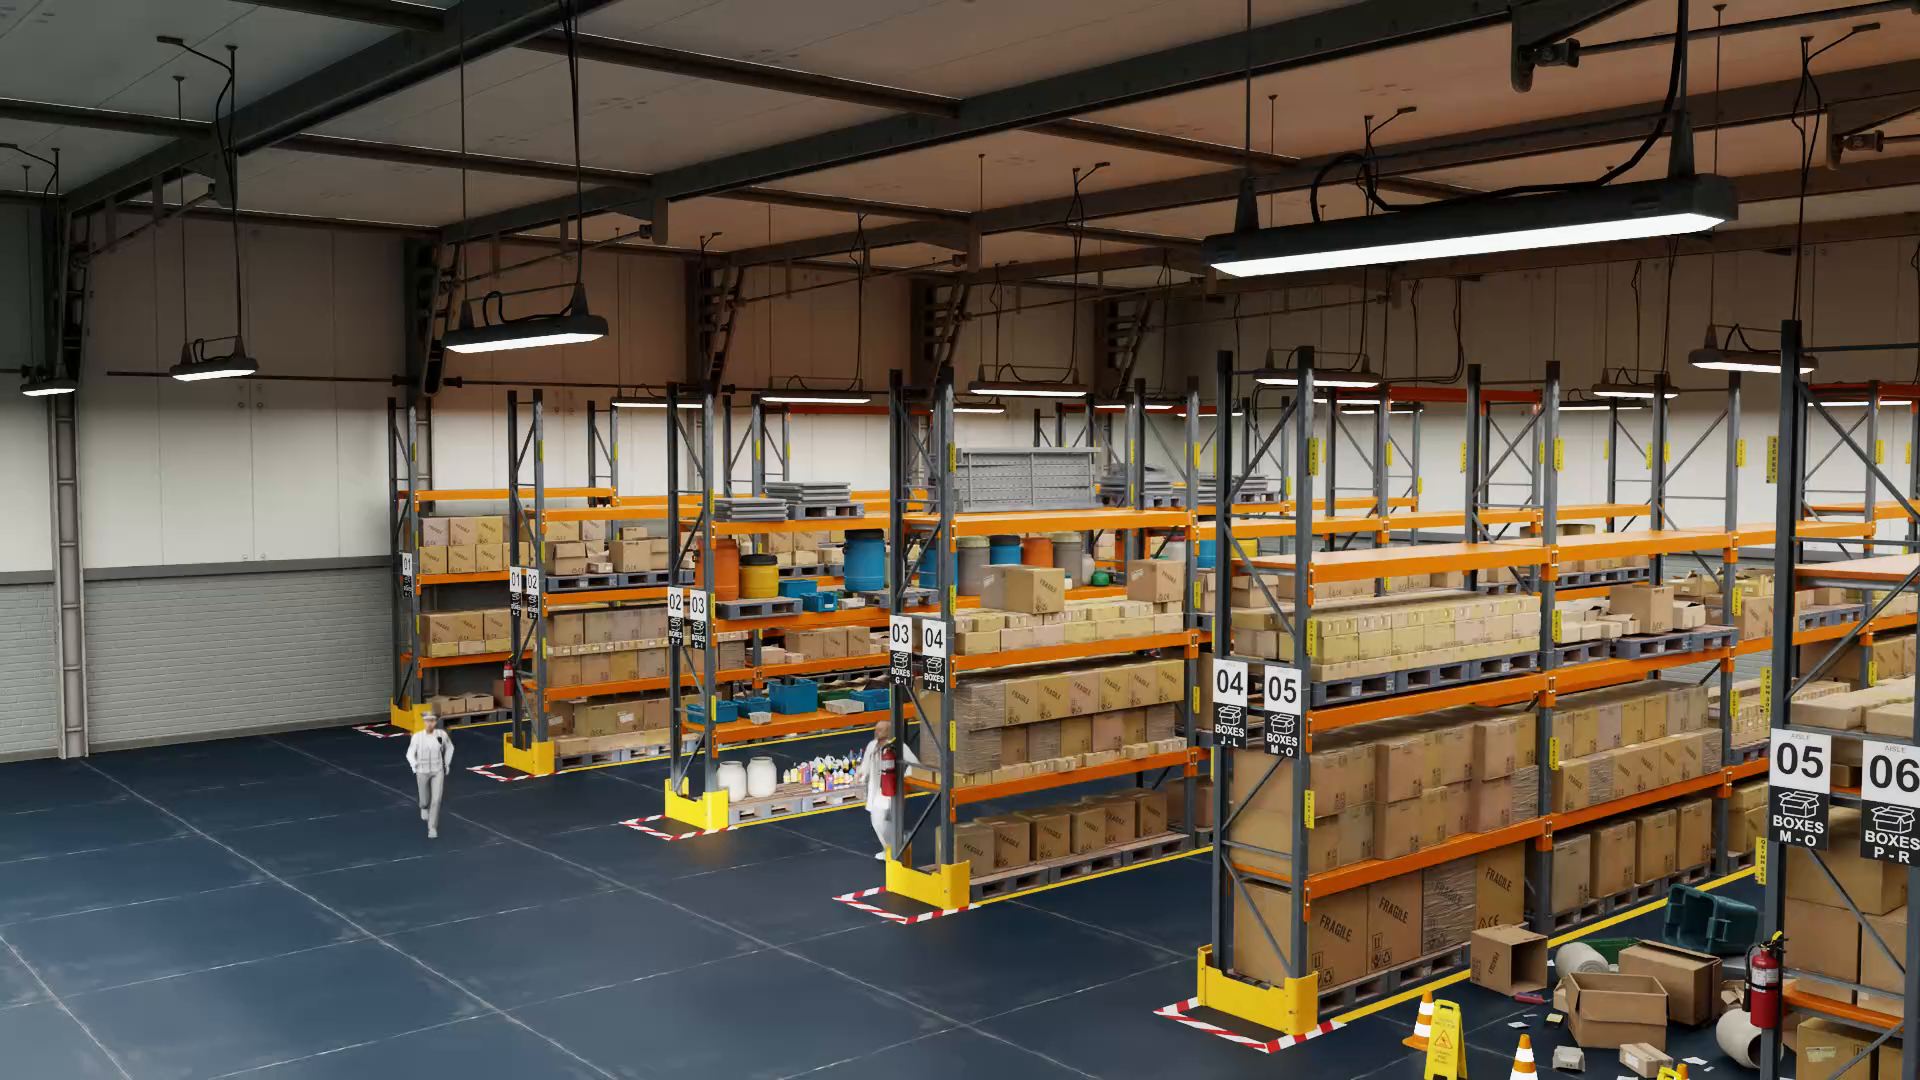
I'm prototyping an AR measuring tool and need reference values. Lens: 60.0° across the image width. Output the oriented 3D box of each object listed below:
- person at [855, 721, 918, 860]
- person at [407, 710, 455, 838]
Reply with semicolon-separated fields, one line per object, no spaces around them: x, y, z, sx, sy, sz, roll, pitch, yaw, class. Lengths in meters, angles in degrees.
-0.959;3.097;20.394;0.747;1.754;0.680;3;4;41;person
-7.000;3.055;22.006;0.607;1.663;0.769;-1;4;-20;person
